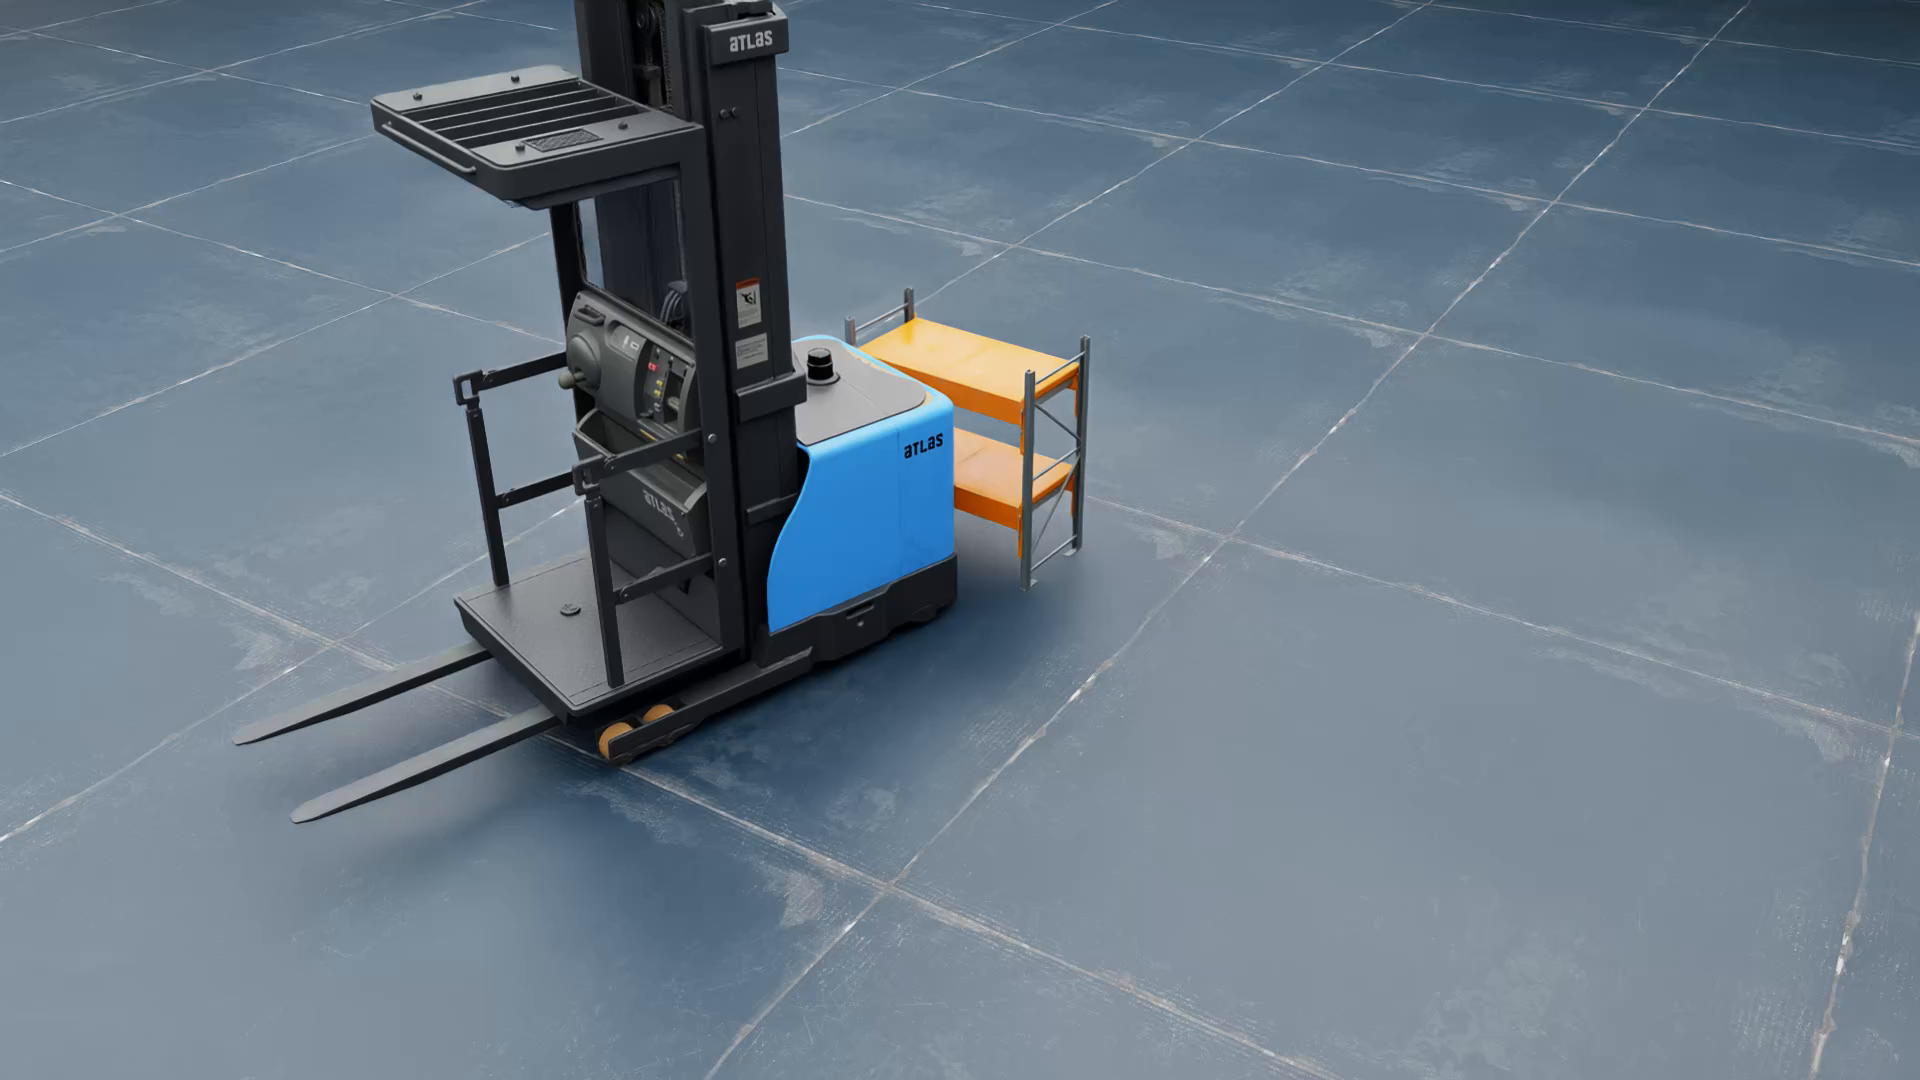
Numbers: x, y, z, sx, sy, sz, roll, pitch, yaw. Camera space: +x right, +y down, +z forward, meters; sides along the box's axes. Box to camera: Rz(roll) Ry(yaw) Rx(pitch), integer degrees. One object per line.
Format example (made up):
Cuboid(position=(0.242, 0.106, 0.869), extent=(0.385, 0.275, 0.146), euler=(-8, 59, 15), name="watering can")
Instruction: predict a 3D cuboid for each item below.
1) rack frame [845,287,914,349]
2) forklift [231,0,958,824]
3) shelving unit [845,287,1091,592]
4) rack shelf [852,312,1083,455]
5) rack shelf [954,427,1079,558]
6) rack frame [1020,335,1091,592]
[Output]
Cuboid(position=(-0.384, -0.648, 8.245), extent=(0.032, 1.125, 0.500), euler=(20, 36, 30), name="rack frame")
Cuboid(position=(-1.468, -0.660, 6.473), extent=(3.031, 2.935, 1.130), euler=(-23, 37, -34), name="forklift")
Cuboid(position=(0.029, -0.498, 7.988), extent=(1.048, 1.125, 0.538), euler=(20, 36, 30), name="shelving unit")
Cuboid(position=(0.029, -0.751, 7.841), extent=(1.000, 0.278, 0.538), euler=(20, 36, 30), name="rack shelf")
Cuboid(position=(0.029, -0.287, 8.111), extent=(1.000, 0.278, 0.538), euler=(20, 36, 30), name="rack shelf")
Cuboid(position=(0.441, -0.349, 7.731), extent=(0.032, 1.125, 0.500), euler=(20, 36, 30), name="rack frame")
